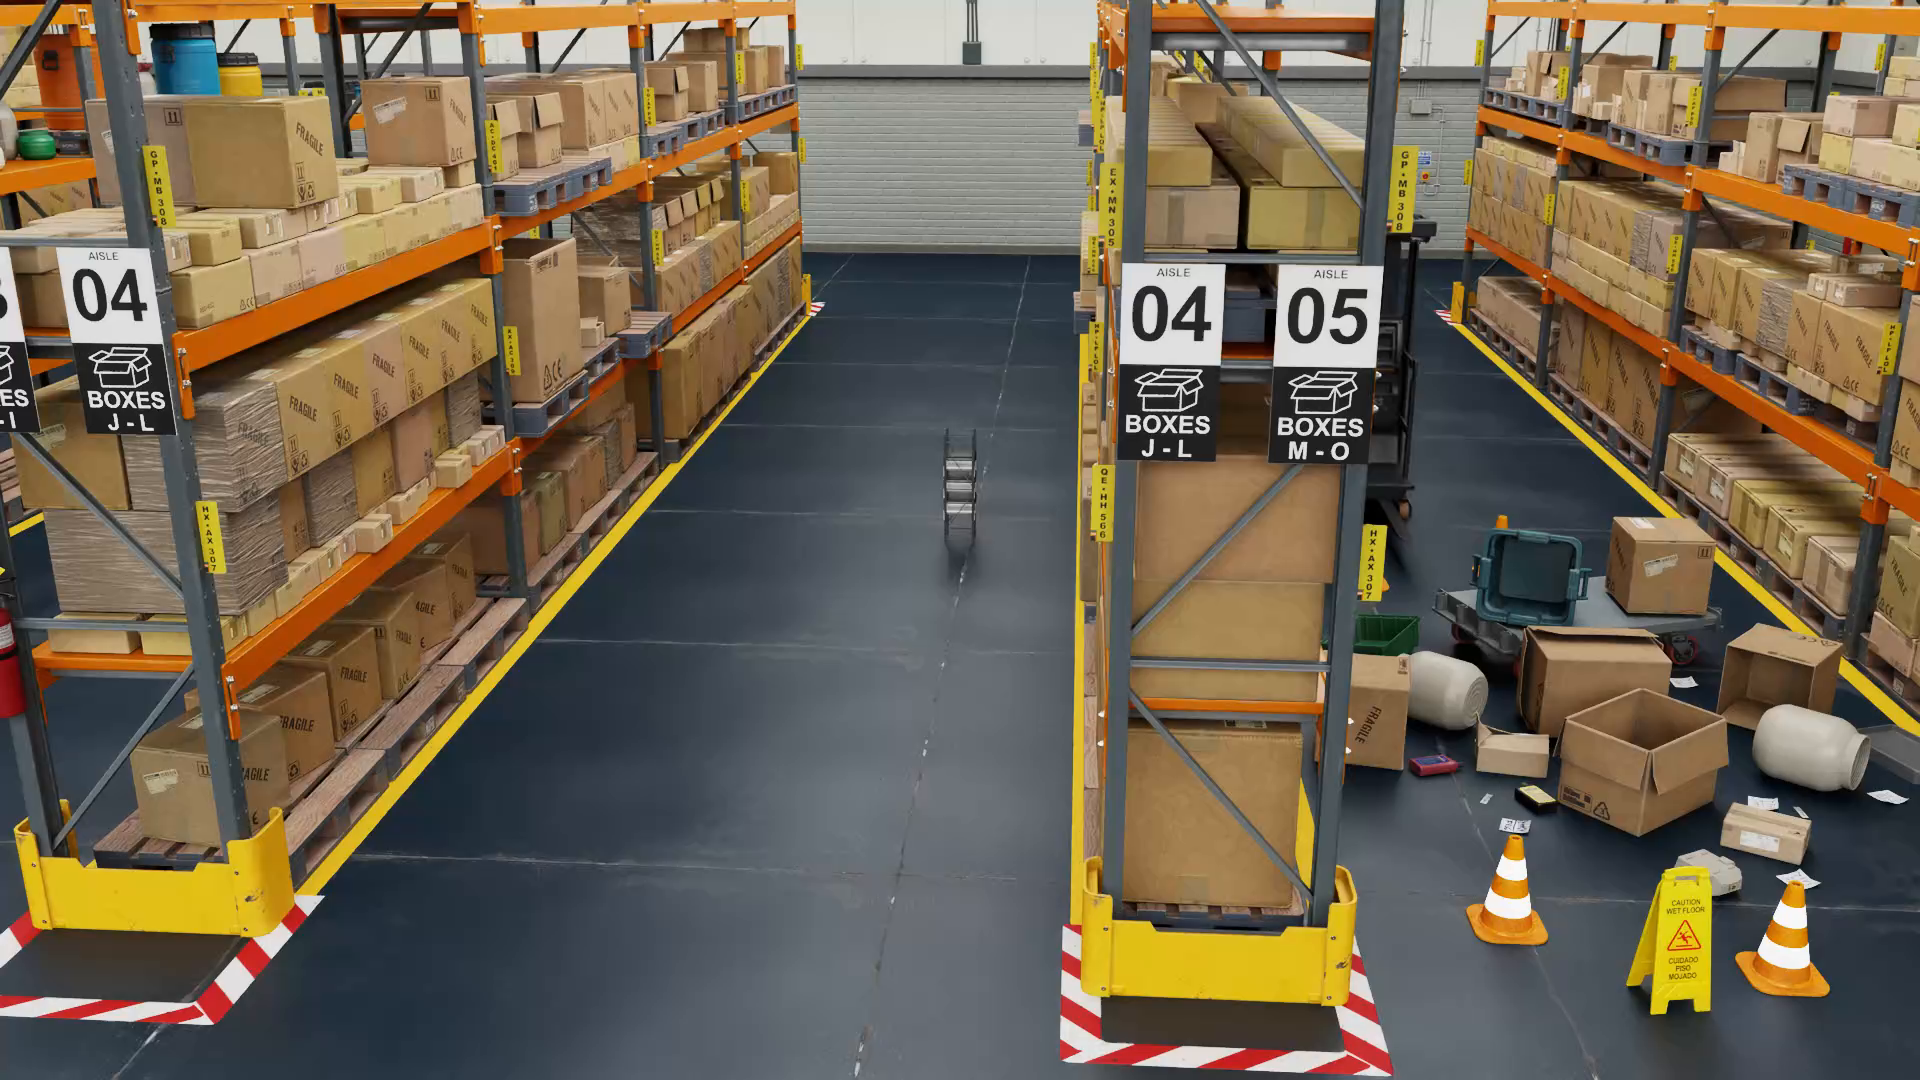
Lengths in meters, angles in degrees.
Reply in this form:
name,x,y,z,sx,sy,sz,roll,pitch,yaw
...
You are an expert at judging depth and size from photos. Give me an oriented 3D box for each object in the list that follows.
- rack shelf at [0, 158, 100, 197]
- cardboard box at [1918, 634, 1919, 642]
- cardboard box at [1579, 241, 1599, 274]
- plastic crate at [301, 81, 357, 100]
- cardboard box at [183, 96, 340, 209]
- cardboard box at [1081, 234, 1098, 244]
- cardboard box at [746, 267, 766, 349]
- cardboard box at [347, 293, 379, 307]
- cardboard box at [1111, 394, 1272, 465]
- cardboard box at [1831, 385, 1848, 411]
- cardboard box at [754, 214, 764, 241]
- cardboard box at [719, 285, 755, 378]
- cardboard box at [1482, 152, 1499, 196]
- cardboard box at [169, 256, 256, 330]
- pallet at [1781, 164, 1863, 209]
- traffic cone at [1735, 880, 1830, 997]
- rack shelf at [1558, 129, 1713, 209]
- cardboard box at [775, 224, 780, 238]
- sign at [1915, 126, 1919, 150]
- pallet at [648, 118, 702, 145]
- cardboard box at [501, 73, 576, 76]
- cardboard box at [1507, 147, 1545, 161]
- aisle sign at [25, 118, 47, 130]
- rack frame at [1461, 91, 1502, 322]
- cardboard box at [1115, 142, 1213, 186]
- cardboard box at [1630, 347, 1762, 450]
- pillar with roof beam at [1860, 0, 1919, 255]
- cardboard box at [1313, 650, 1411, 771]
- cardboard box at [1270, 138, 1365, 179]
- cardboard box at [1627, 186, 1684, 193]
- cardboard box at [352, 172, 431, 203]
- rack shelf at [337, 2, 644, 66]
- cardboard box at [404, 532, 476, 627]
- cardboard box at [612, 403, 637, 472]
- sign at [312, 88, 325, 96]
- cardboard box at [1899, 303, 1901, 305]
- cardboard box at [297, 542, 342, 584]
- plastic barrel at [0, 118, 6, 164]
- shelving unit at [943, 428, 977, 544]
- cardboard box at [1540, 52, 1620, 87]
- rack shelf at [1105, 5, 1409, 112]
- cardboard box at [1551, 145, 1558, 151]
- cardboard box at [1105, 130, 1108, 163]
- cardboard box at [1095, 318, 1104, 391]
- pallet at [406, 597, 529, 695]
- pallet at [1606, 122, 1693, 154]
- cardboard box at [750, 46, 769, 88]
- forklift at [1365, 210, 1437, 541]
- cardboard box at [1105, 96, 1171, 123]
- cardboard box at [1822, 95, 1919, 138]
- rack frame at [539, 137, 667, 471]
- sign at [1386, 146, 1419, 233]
name,x,y,z,sx,sy,sz,roll,pitch,yaw
rack shelf,-8.320,-2.670,13.092,1.077,0.370,4.000,1,18,4
cardboard box,6.023,0.461,9.736,0.500,0.500,0.500,2,18,6
cardboard box,6.549,-2.835,16.697,0.500,0.250,0.500,2,18,5
plastic crate,-7.987,-5.620,21.039,0.504,0.338,0.767,1,18,4
cardboard box,-3.435,-1.919,8.205,0.500,0.500,0.500,1,18,4
cardboard box,1.376,-2.882,16.174,0.380,0.149,0.250,2,18,7
cardboard box,-2.823,-2.732,19.682,0.875,0.875,0.875,1,18,4
cardboard box,-3.844,-1.229,10.113,0.500,0.500,0.500,1,18,4
cardboard box,1.142,-0.342,7.674,0.875,0.550,0.550,1,18,4
cardboard box,6.159,-0.961,11.268,0.380,0.149,0.250,1,18,2
cardboard box,-2.615,-3.704,19.672,0.500,0.250,0.500,1,18,4
cardboard box,-2.976,-2.330,18.454,1.225,0.875,0.875,1,18,4
cardboard box,6.873,-4.580,20.816,0.500,0.500,0.500,1,18,2
cardboard box,-3.518,-1.110,7.418,0.500,0.250,0.500,2,18,6
pallet,6.583,-2.481,11.662,1.213,0.211,1.003,1,18,4
traffic cone,3.687,1.733,7.391,0.336,0.463,0.334,1,18,4
rack shelf,6.791,-3.581,15.871,1.077,0.370,4.000,1,18,4
cardboard box,-2.470,-3.870,20.819,0.380,0.149,0.250,2,18,5
sign,5.807,-2.503,9.965,0.100,0.325,0.005,1,18,4
pallet,-3.166,-3.981,16.242,1.003,0.211,1.213,2,18,6
cardboard box,-3.527,-3.667,14.017,0.500,0.500,0.500,1,18,4
cardboard box,6.766,-4.607,19.856,0.380,0.149,0.250,1,18,3
aisle sign,-12.832,-6.067,22.947,0.394,0.787,0.004,1,18,4
rack frame,7.221,-4.360,21.913,1.000,3.000,0.127,1,18,4
cardboard box,0.815,-1.515,6.698,0.380,0.149,0.250,1,18,4
cardboard box,6.780,-1.278,15.245,0.875,0.875,0.875,1,18,3
pillar with roof beam,8.971,-8.015,23.432,9.100,9.000,0.400,1,18,4
cardboard box,2.329,0.979,9.628,0.500,0.500,0.500,4,19,13
cardboard box,1.490,-1.577,6.888,0.380,0.149,0.250,1,18,4
cardboard box,7.123,-3.336,17.019,0.500,0.500,0.500,2,18,5
cardboard box,-3.295,-2.044,9.626,0.380,0.149,0.250,1,18,2
rack shelf,-3.380,-3.795,12.350,1.077,0.370,4.000,1,18,4
cardboard box,-3.592,0.257,11.162,0.500,0.500,0.500,1,18,2
cardboard box,-3.265,-0.910,14.690,0.700,0.500,0.500,0,18,1
sign,-4.077,-2.724,10.640,0.100,0.325,0.005,1,18,4
cardboard box,6.716,-1.317,11.311,0.500,0.500,0.500,1,18,4
cardboard box,-3.460,0.114,8.662,0.380,0.149,0.250,1,18,4
plastic barrel,-8.452,-3.621,14.034,0.600,0.901,0.600,0,18,0
shelving unit,0.001,-0.430,13.291,0.258,0.900,0.210,1,18,4
cardboard box,6.999,-5.259,18.838,0.797,0.503,0.637,3,18,8
rack shelf,1.273,-2.410,8.125,1.077,0.370,4.000,1,18,4
cardboard box,7.358,-4.678,20.074,0.380,0.149,0.250,2,18,5
cardboard box,1.067,-2.153,9.287,0.500,0.250,0.500,1,18,3
cardboard box,1.293,-1.400,12.717,0.500,0.500,0.500,1,18,3
pallet,-3.537,0.680,11.009,1.003,0.211,1.213,1,18,4
pallet,6.718,-3.760,15.567,1.003,0.211,1.213,2,18,6
cardboard box,-2.808,-5.967,21.003,0.700,0.500,0.500,1,18,2
forklift,3.230,-1.660,13.782,1.130,2.935,3.031,1,18,4
cardboard box,1.051,-2.539,9.826,0.380,0.149,0.250,1,18,4
cardboard box,6.326,-2.925,11.479,0.500,0.250,0.500,2,18,5
rack frame,-3.237,-2.097,15.006,1.000,3.000,0.127,1,18,4
sign,1.683,-1.334,6.330,0.100,0.325,0.005,1,18,4
